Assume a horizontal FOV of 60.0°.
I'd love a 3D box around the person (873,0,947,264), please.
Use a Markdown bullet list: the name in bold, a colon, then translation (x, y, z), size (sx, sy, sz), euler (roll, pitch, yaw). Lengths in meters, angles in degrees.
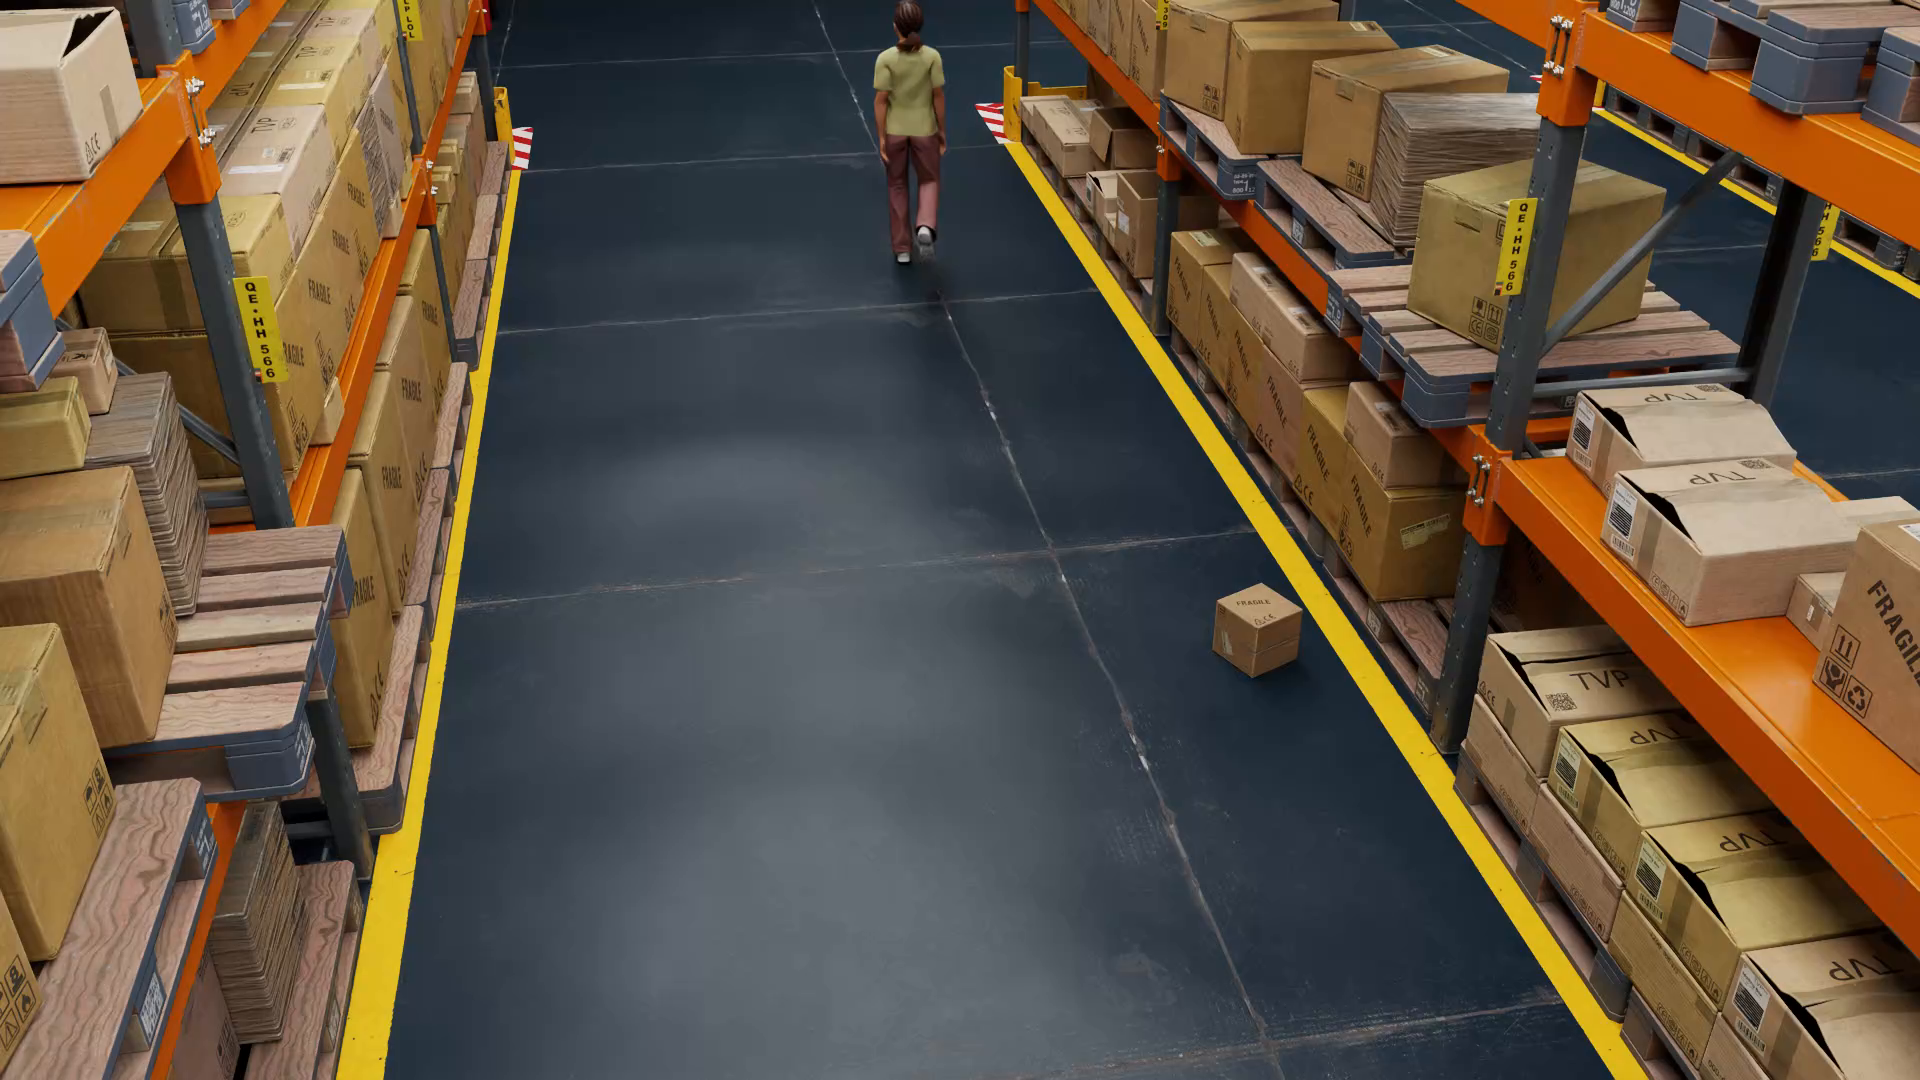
- **person**: translation (-0.302, -2.378, 10.345), size (0.454, 1.403, 0.639), euler (-3, 31, -6)
